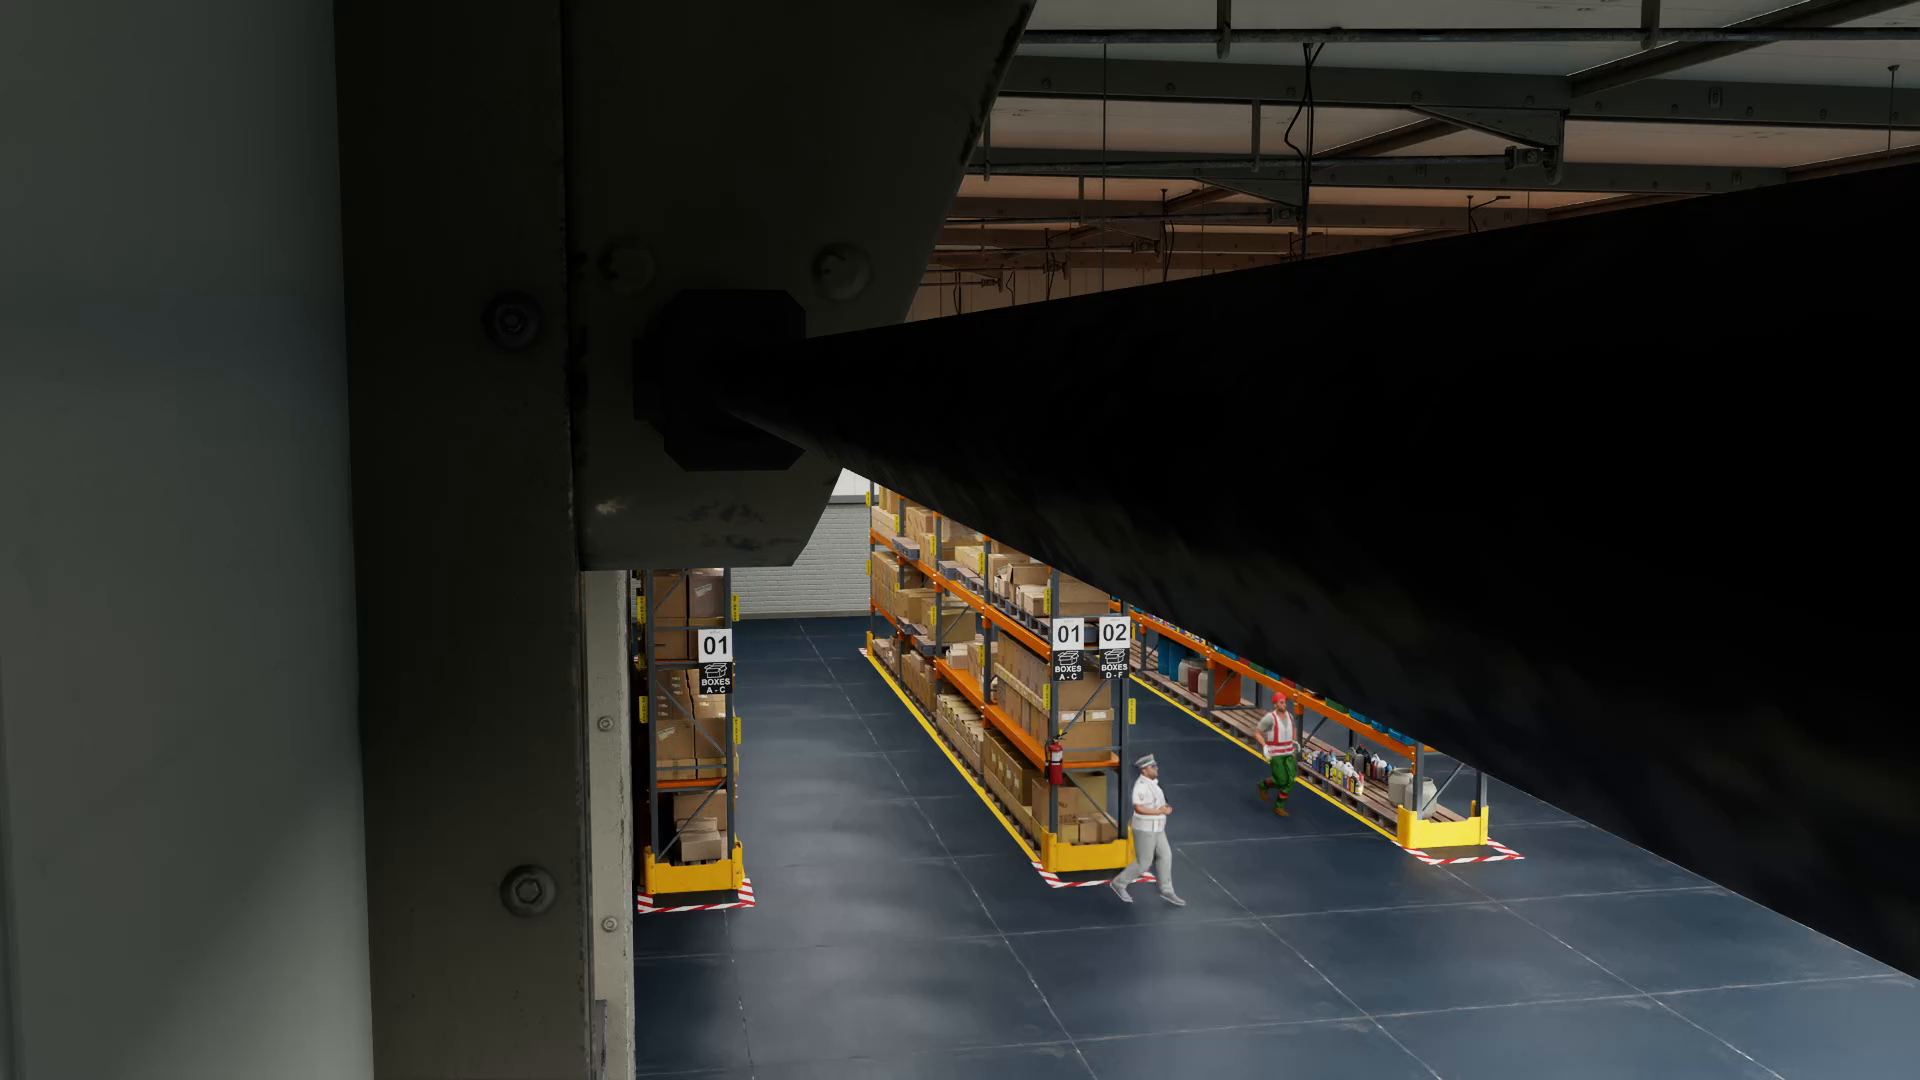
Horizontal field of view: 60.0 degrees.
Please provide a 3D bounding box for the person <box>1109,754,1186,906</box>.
[{"bbox_3d":[2.212,3.400,19.524,0.871,1.809,0.667,2,6,22],"label":"person"}]

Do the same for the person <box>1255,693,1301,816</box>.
[{"bbox_3d":[4.507,3.017,23.539,0.657,1.743,0.605,-3,7,-26],"label":"person"}]
